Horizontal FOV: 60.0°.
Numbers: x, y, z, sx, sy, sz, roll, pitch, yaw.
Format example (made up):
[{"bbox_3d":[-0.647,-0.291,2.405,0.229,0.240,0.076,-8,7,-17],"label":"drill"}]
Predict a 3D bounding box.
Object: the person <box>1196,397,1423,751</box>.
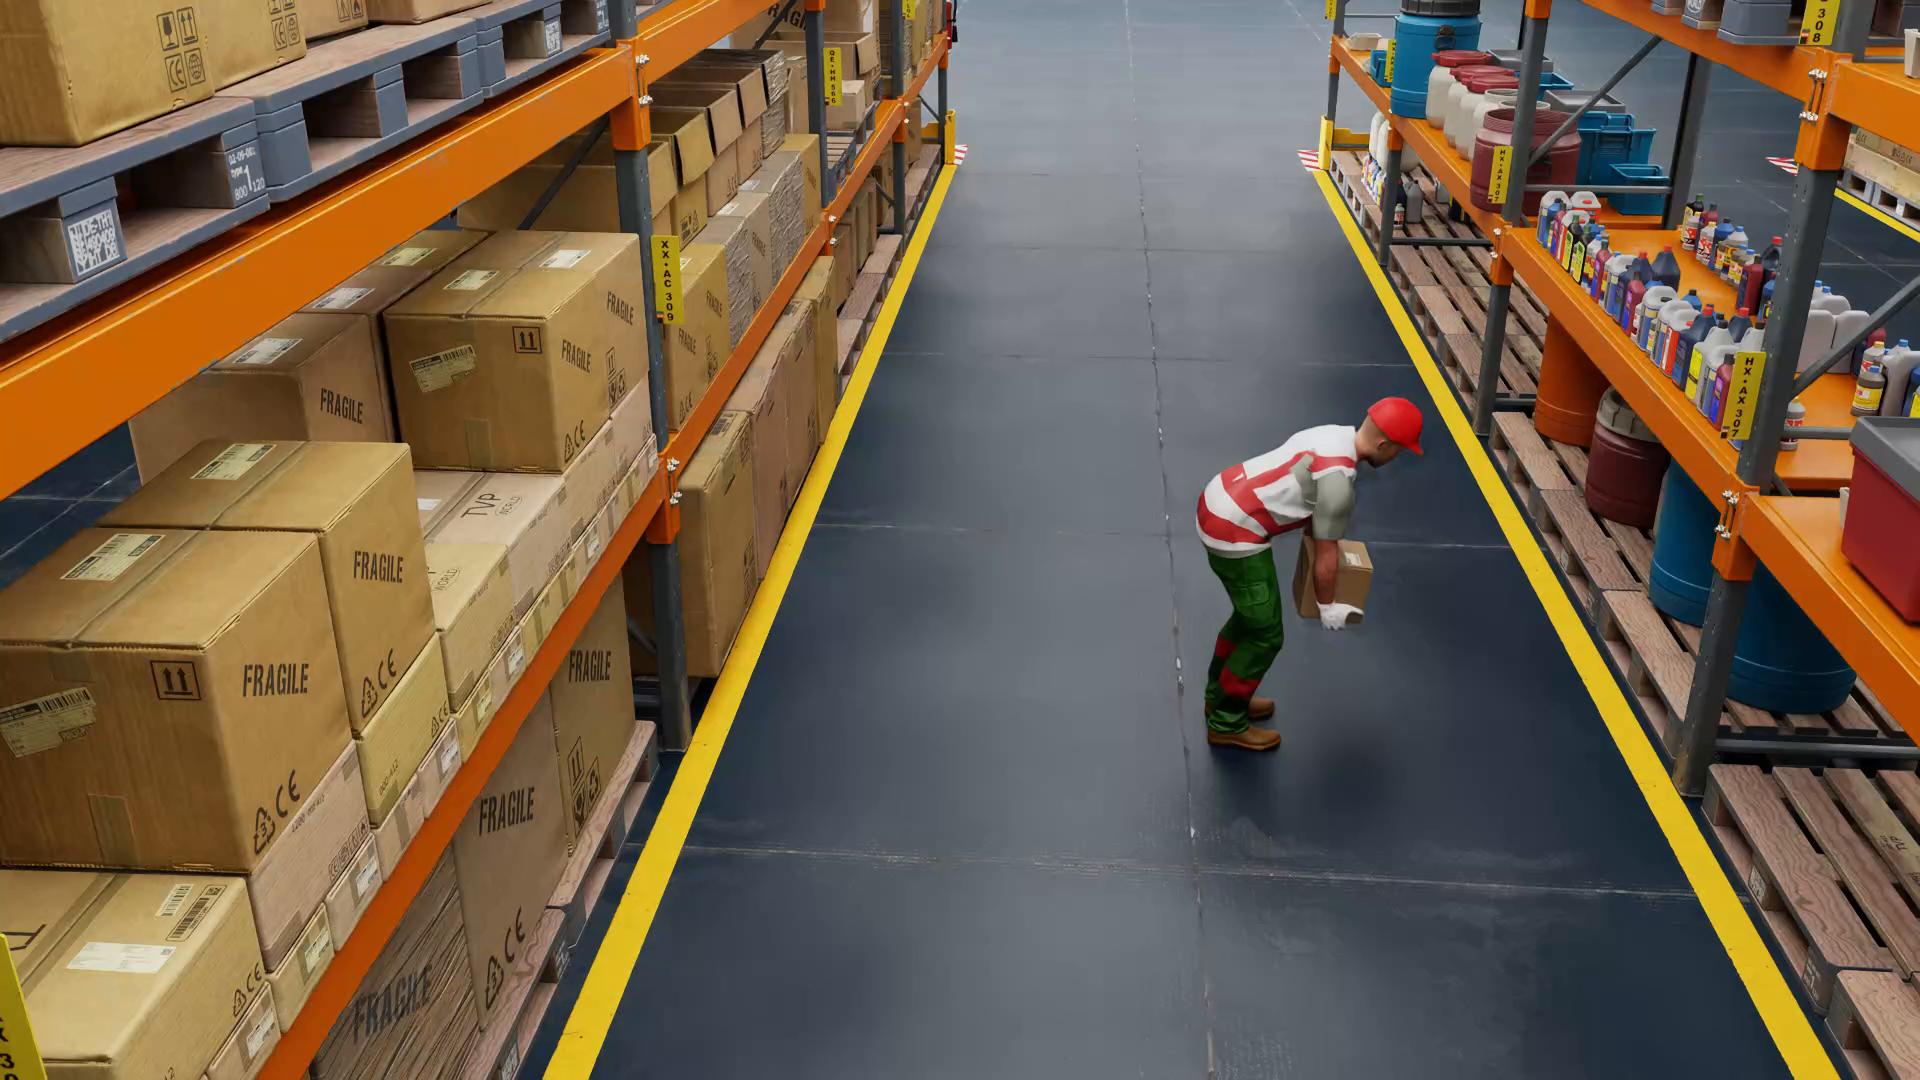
[{"bbox_3d":[1.370,0.121,6.687,0.858,1.472,0.484,1,24,3],"label":"person"}]
